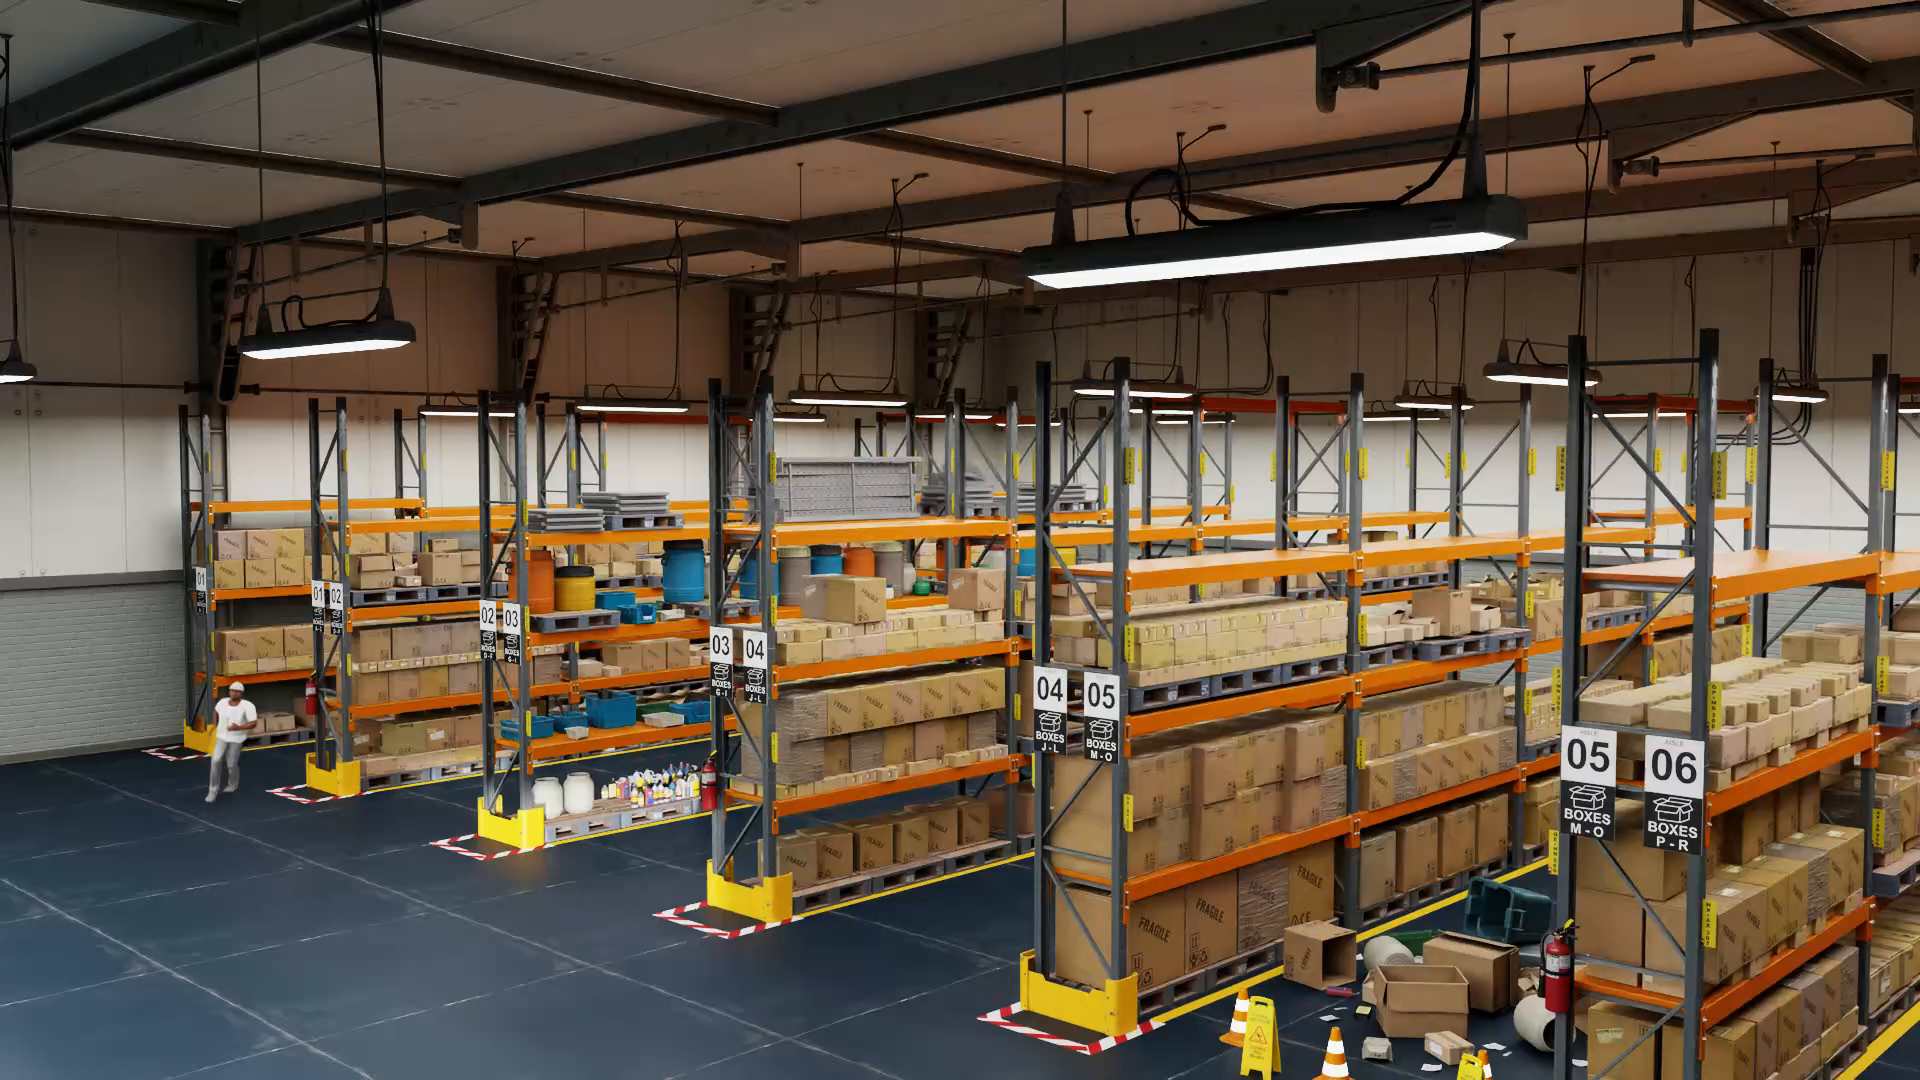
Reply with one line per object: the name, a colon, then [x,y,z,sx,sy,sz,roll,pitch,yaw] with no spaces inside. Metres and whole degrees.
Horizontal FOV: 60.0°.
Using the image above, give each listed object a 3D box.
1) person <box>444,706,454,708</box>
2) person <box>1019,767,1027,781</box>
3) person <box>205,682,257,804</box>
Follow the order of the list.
person: [-8.804,2.808,28.889,0.579,1.690,0.836,2,3,30]
person: [0.839,3.083,24.435,0.522,1.559,0.555,3,4,41]
person: [-10.866,2.985,24.841,0.729,1.758,0.804,0,3,-5]
